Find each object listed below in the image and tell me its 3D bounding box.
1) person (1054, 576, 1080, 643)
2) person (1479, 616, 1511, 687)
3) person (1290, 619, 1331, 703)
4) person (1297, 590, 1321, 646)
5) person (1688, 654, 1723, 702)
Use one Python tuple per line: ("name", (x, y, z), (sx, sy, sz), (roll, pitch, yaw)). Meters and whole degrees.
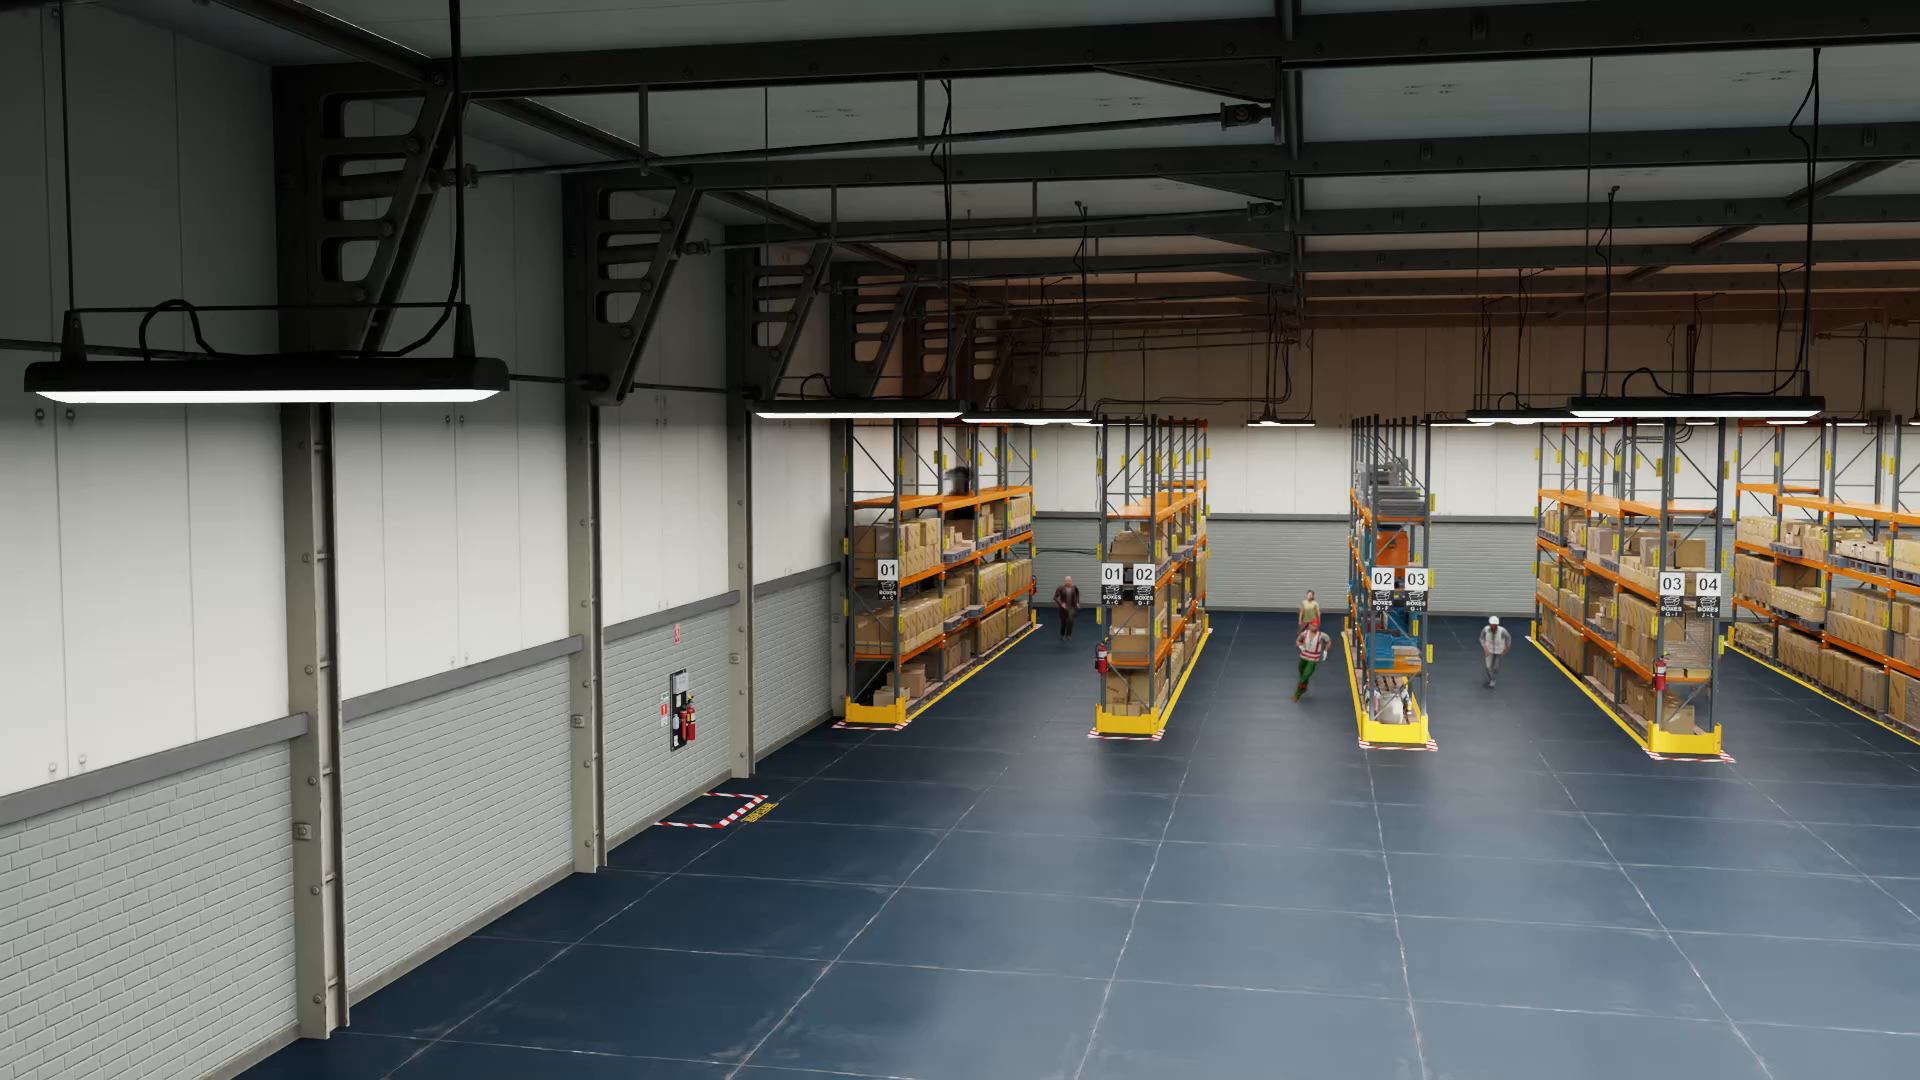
("person", (2.762, 1.806, 43.098), (0.710, 1.771, 0.872), (0, 4, -4))
("person", (11.898, 2.465, 36.973), (0.673, 1.598, 0.956), (1, 4, 18))
("person", (7.379, 2.518, 35.083), (0.776, 1.757, 0.952), (2, 4, 28))
("person", (8.940, 2.072, 42.583), (0.689, 1.614, 0.591), (2, 4, 28))
("person", (15.759, 2.573, 35.111), (0.660, 1.642, 0.696), (1, 4, 16))
